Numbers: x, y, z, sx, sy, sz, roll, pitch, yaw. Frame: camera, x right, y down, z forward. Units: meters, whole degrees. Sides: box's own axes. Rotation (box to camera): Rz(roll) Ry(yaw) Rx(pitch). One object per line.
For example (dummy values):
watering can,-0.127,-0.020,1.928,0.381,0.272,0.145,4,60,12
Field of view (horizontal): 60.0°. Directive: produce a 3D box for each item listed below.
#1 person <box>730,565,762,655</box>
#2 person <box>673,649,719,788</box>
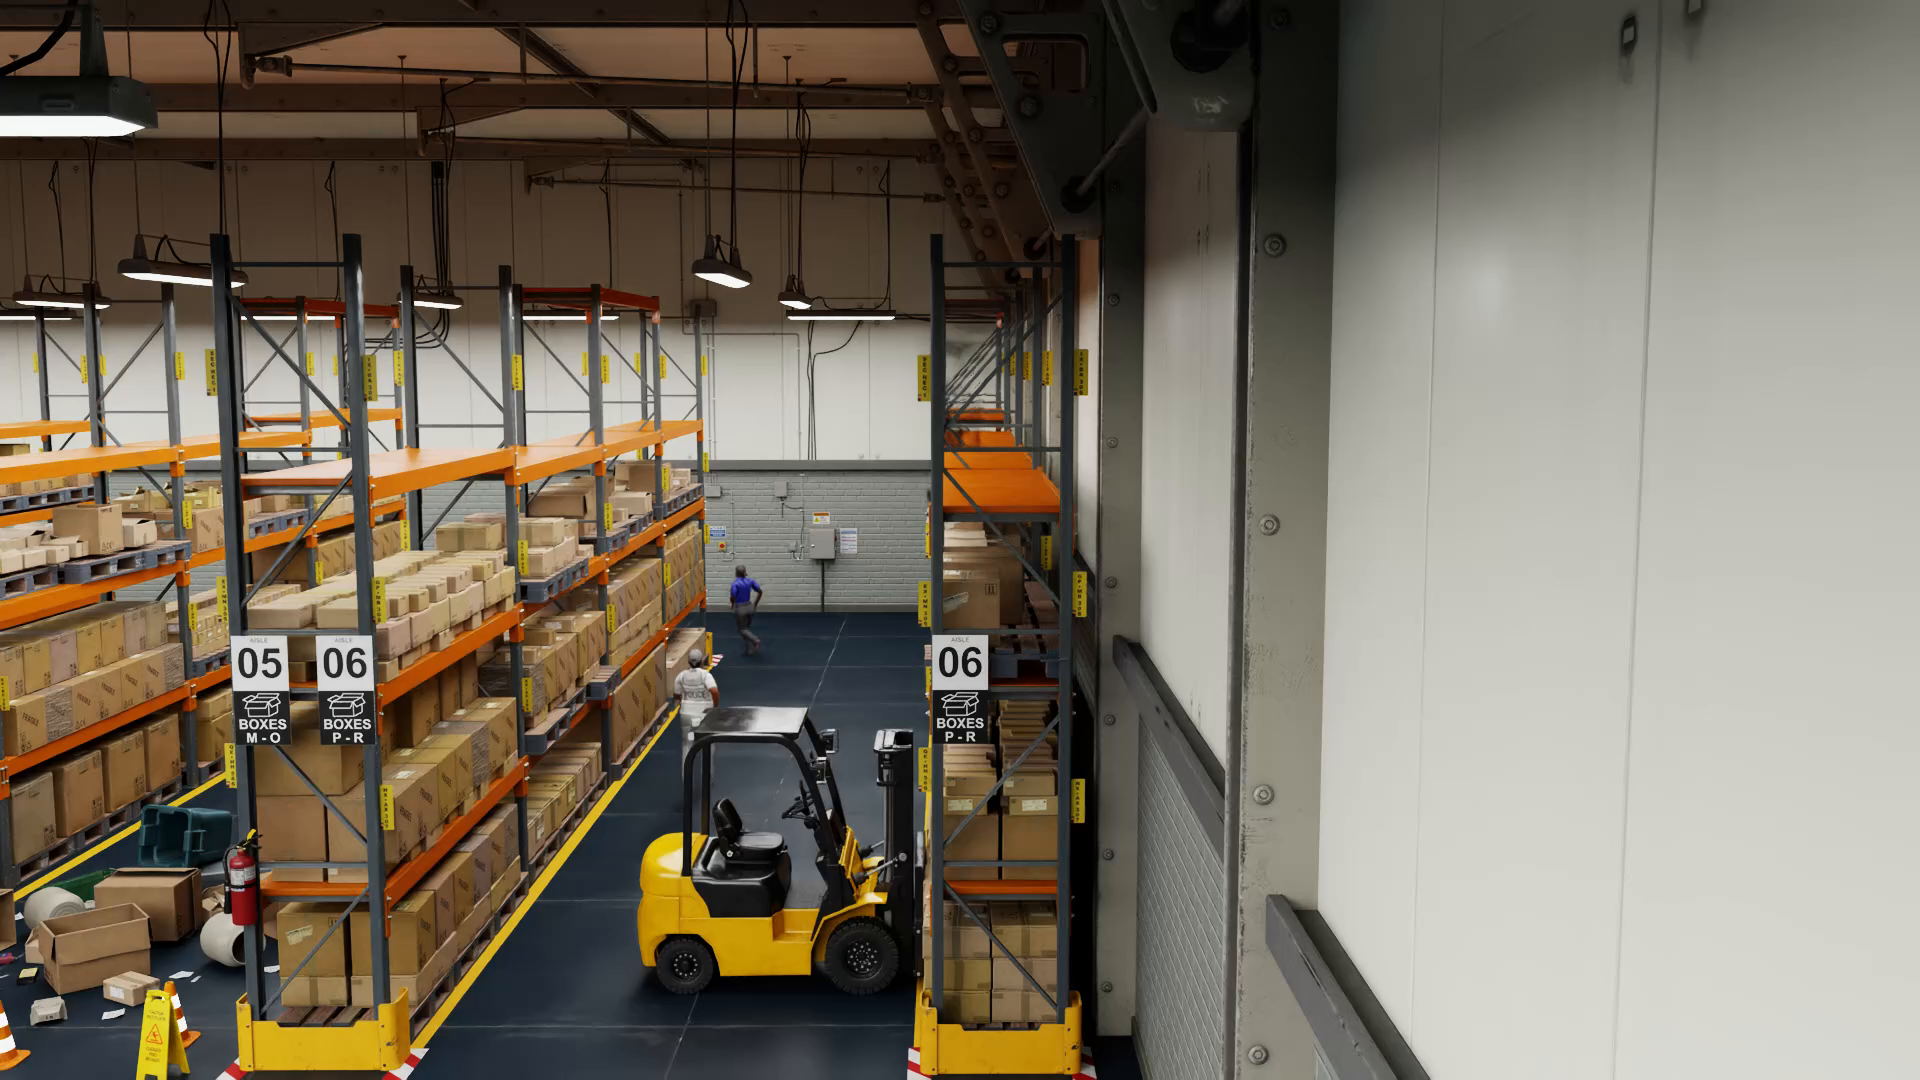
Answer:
person,-3.683,1.239,28.548,0.618,1.633,0.697,-5,8,-40
person,-3.131,2.157,19.816,0.580,1.727,0.753,0,6,-2
